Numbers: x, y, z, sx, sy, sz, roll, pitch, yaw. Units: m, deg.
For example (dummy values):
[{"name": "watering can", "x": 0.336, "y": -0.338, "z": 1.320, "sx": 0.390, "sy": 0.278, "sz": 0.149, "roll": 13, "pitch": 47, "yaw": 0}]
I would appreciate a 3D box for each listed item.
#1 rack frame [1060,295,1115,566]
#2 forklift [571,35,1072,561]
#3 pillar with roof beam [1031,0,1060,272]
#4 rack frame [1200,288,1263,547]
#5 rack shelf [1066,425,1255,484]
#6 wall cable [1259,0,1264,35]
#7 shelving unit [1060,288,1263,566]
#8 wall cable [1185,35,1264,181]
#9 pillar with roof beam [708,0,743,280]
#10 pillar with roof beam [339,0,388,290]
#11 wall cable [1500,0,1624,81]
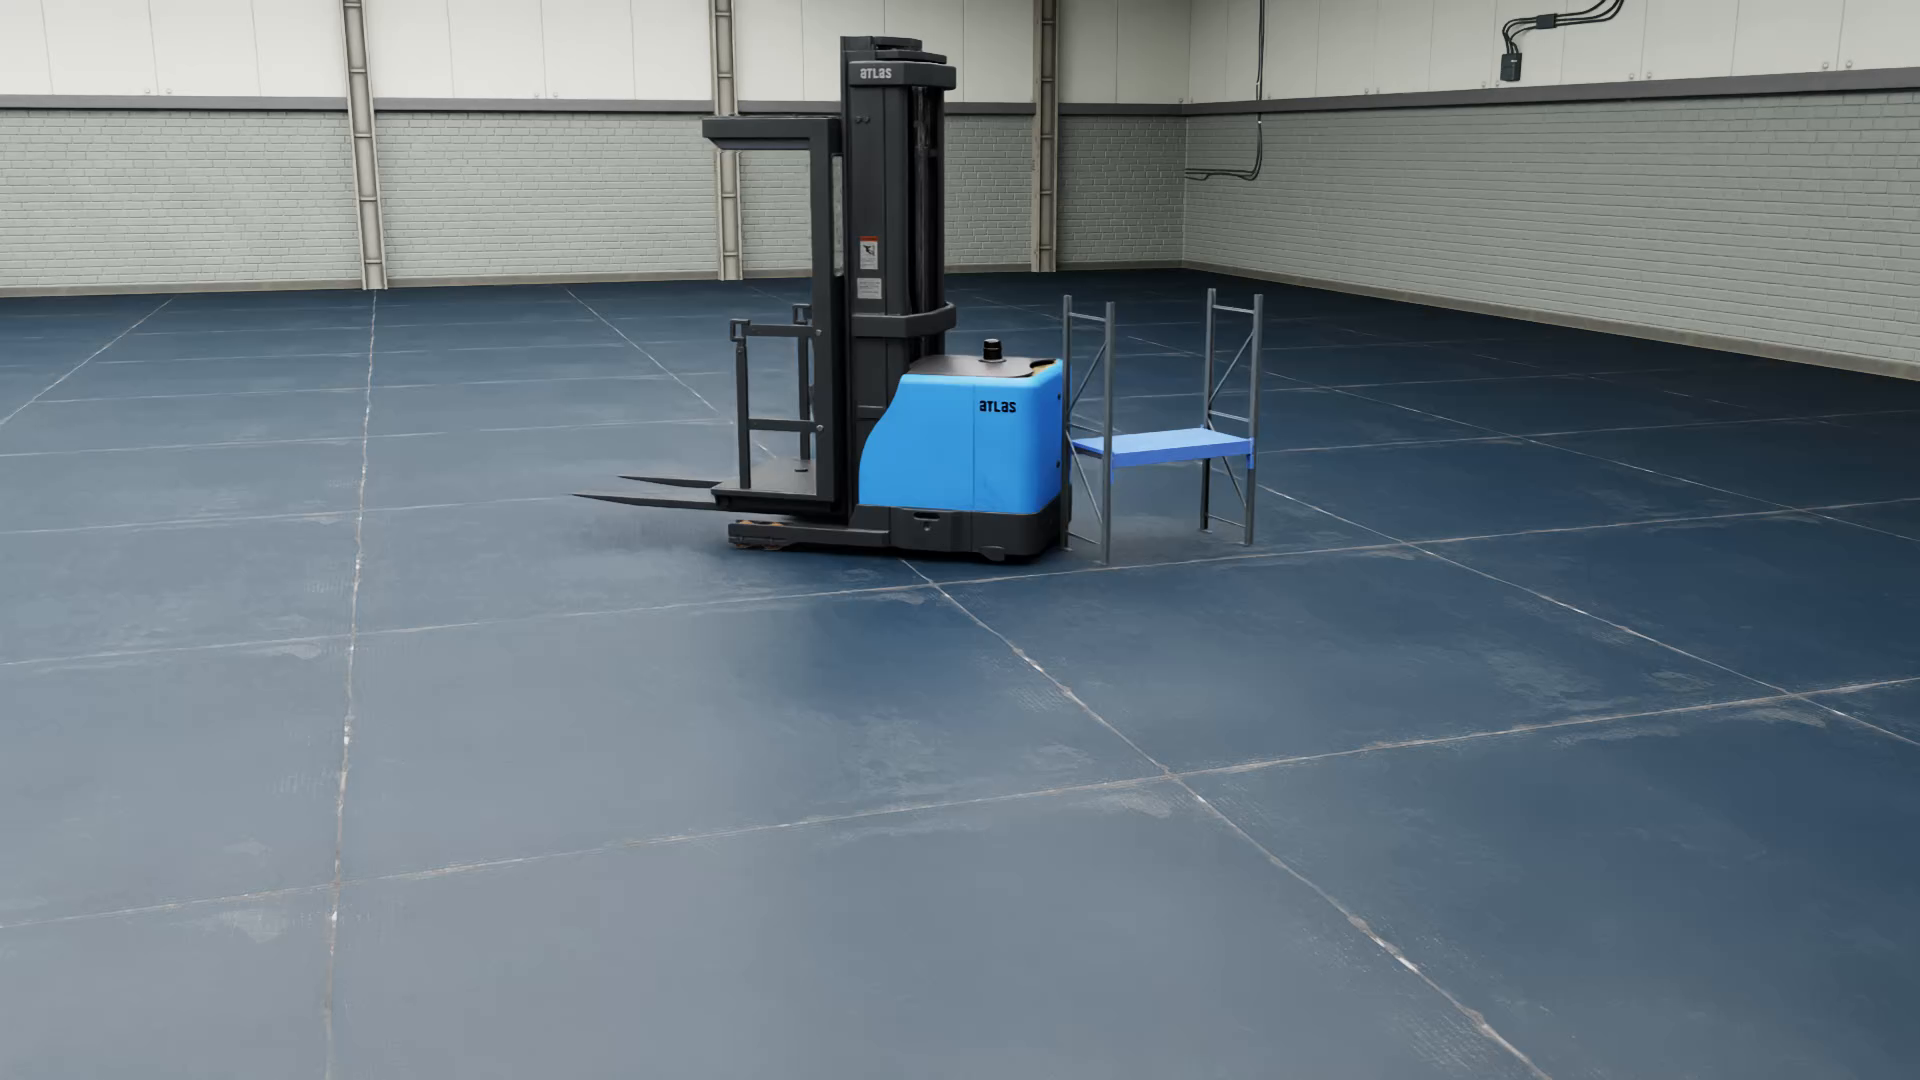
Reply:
[{"name": "rack frame", "x": 0.727, "y": -0.631, "z": 9.555, "sx": 0.032, "sy": 1.500, "sz": 0.500, "roll": -7, "pitch": 15, "yaw": -27}, {"name": "forklift", "x": -0.882, "y": -1.474, "z": 10.005, "sx": 3.031, "sy": 2.935, "sz": 1.130, "roll": 4, "pitch": 14, "yaw": 15}, {"name": "pillar with roof beam", "x": 2.956, "y": -8.531, "z": 26.562, "sx": 0.400, "sy": 9.000, "sz": 9.100, "roll": -4, "pitch": 14, "yaw": -18}, {"name": "rack frame", "x": 1.627, "y": -0.740, "z": 10.013, "sx": 0.032, "sy": 1.500, "sz": 0.500, "roll": -7, "pitch": 15, "yaw": -27}, {"name": "rack shelf", "x": 1.177, "y": -0.511, "z": 9.826, "sx": 1.000, "sy": 0.185, "sz": 0.538, "roll": -7, "pitch": 15, "yaw": -27}, {"name": "wall cable", "x": 5.659, "y": -9.756, "z": 27.507, "sx": 0.112, "sy": 2.526, "sz": 3.097, "roll": -4, "pitch": 14, "yaw": -18}, {"name": "shelving unit", "x": 1.177, "y": -0.686, "z": 9.784, "sx": 1.048, "sy": 1.500, "sz": 0.538, "roll": -7, "pitch": 15, "yaw": -27}, {"name": "wall cable", "x": 4.796, "y": -7.892, "z": 30.586, "sx": 0.112, "sy": 2.526, "sz": 3.097, "roll": -4, "pitch": 14, "yaw": -18}, {"name": "pillar with roof beam", "x": -2.731, "y": -8.088, "z": 24.700, "sx": 0.400, "sy": 9.000, "sz": 9.100, "roll": -4, "pitch": 14, "yaw": -18}, {"name": "pillar with roof beam", "x": -8.418, "y": -7.645, "z": 22.839, "sx": 0.400, "sy": 9.000, "sz": 9.100, "roll": -4, "pitch": 14, "yaw": -18}, {"name": "wall cable", "x": 7.809, "y": -8.974, "z": 21.075, "sx": 0.169, "sy": 6.003, "sz": 2.305, "roll": -4, "pitch": 14, "yaw": -18}]
